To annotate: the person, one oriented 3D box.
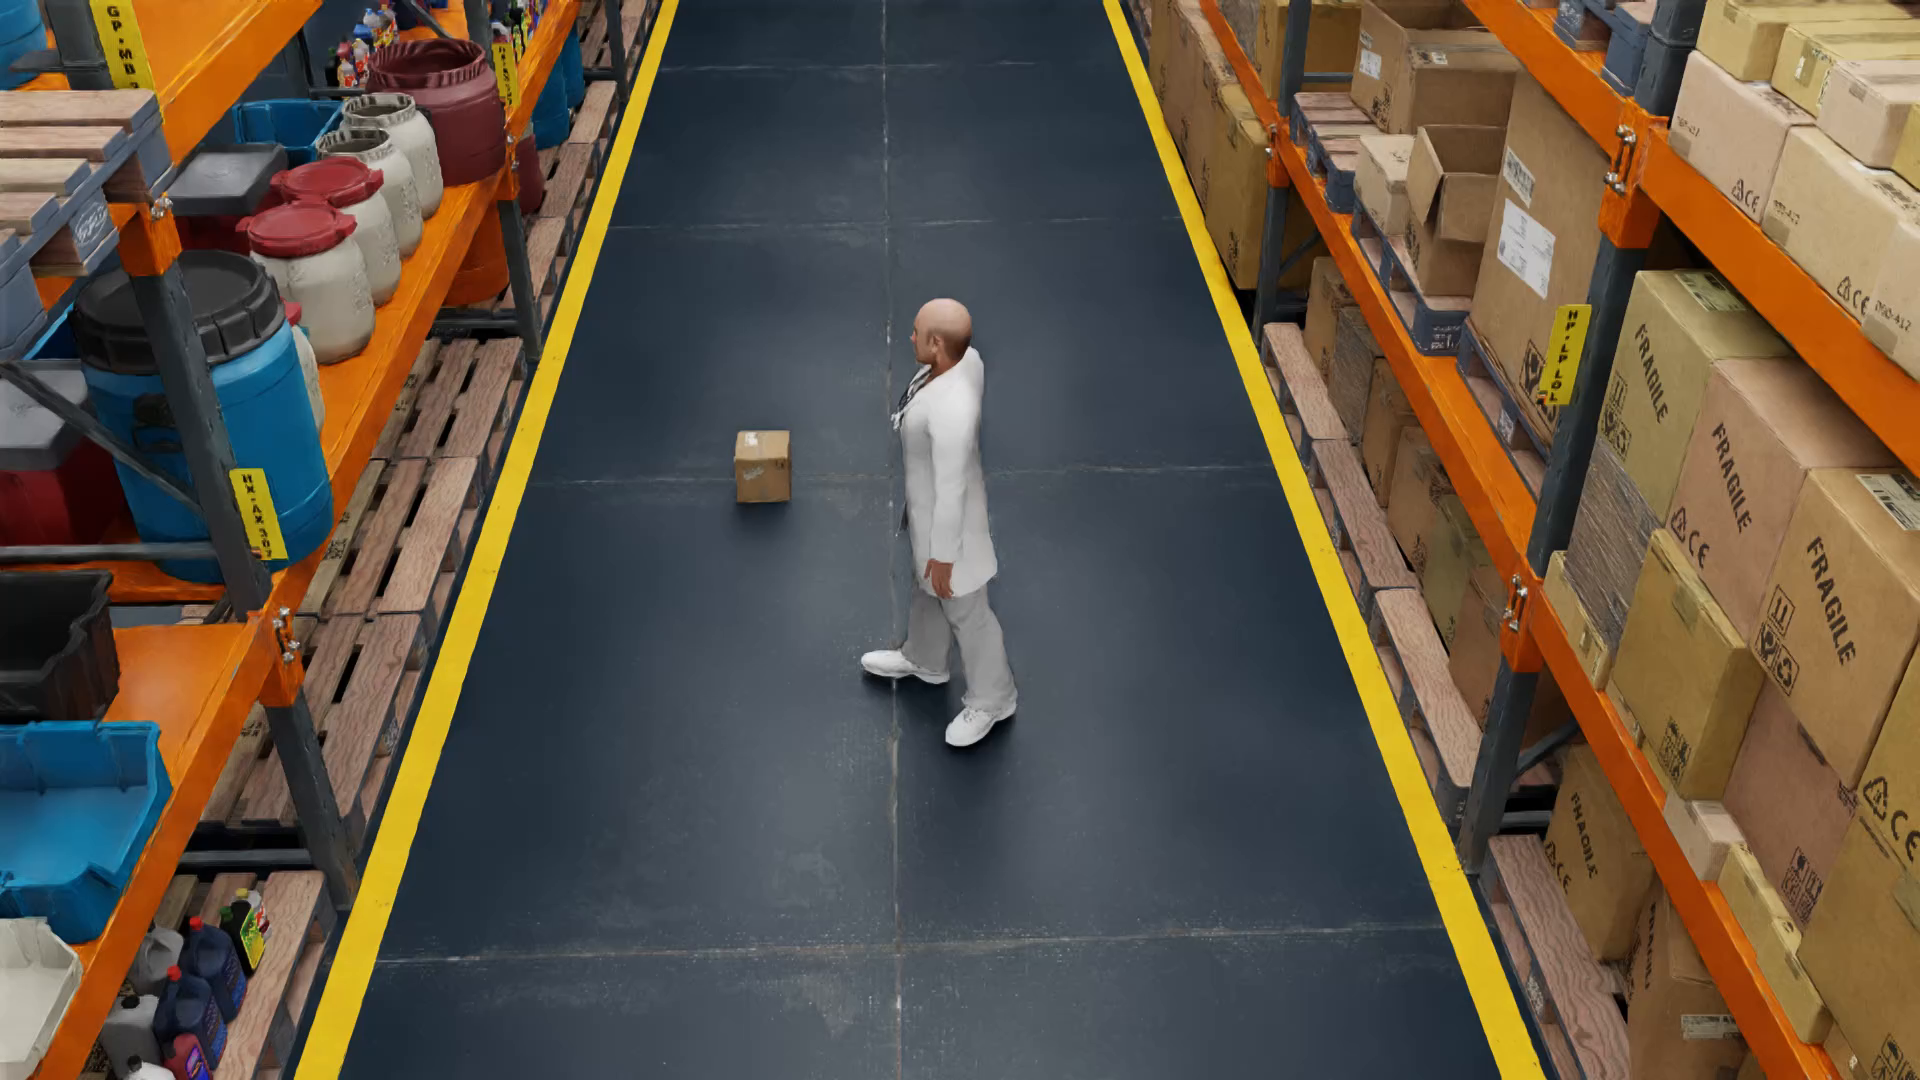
[{"bbox_3d":[-0.088,-0.115,6.289,0.642,1.770,0.738,0,35,0],"label":"person"}]
